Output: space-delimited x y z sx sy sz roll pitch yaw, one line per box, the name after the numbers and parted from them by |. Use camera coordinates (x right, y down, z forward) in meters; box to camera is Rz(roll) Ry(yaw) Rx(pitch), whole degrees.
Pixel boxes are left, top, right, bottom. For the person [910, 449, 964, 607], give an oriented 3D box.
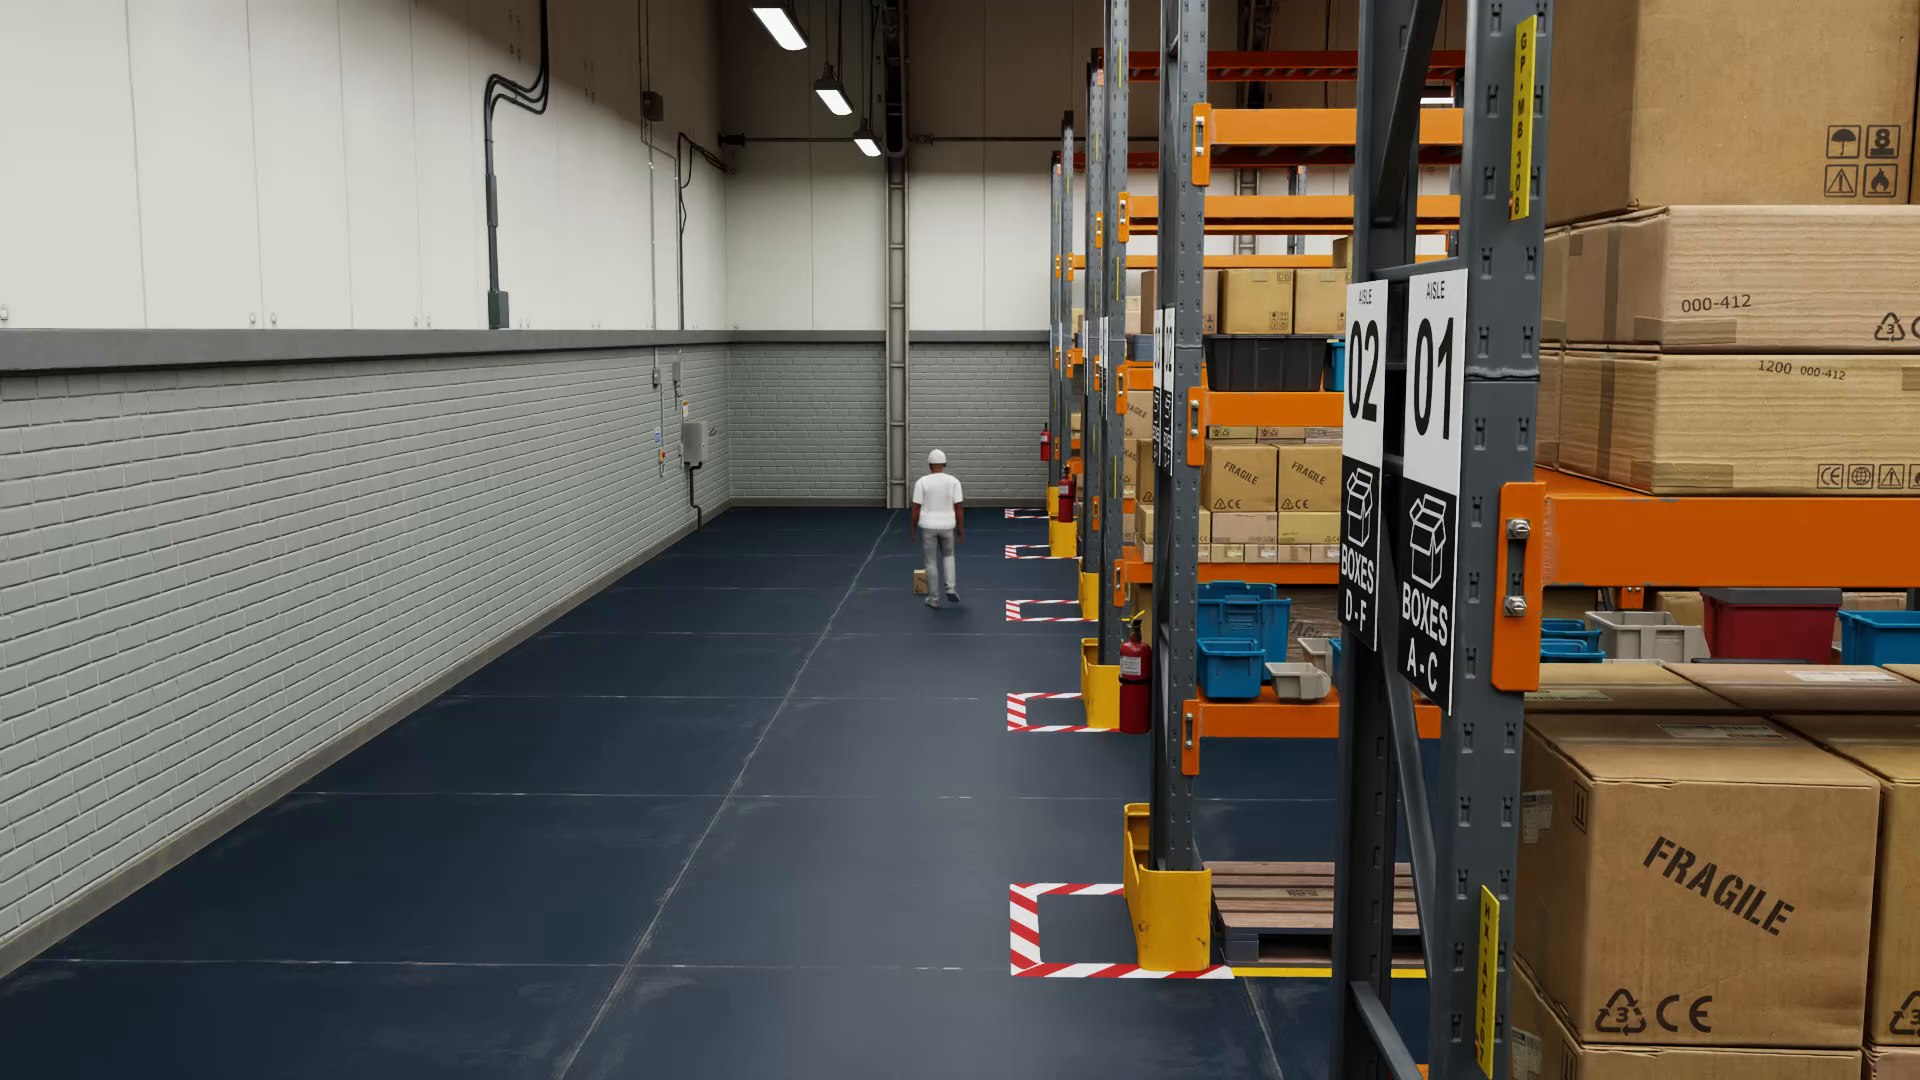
-0.274 -0.140 18.740 0.589 1.767 0.435 -1 7 -12 | person
